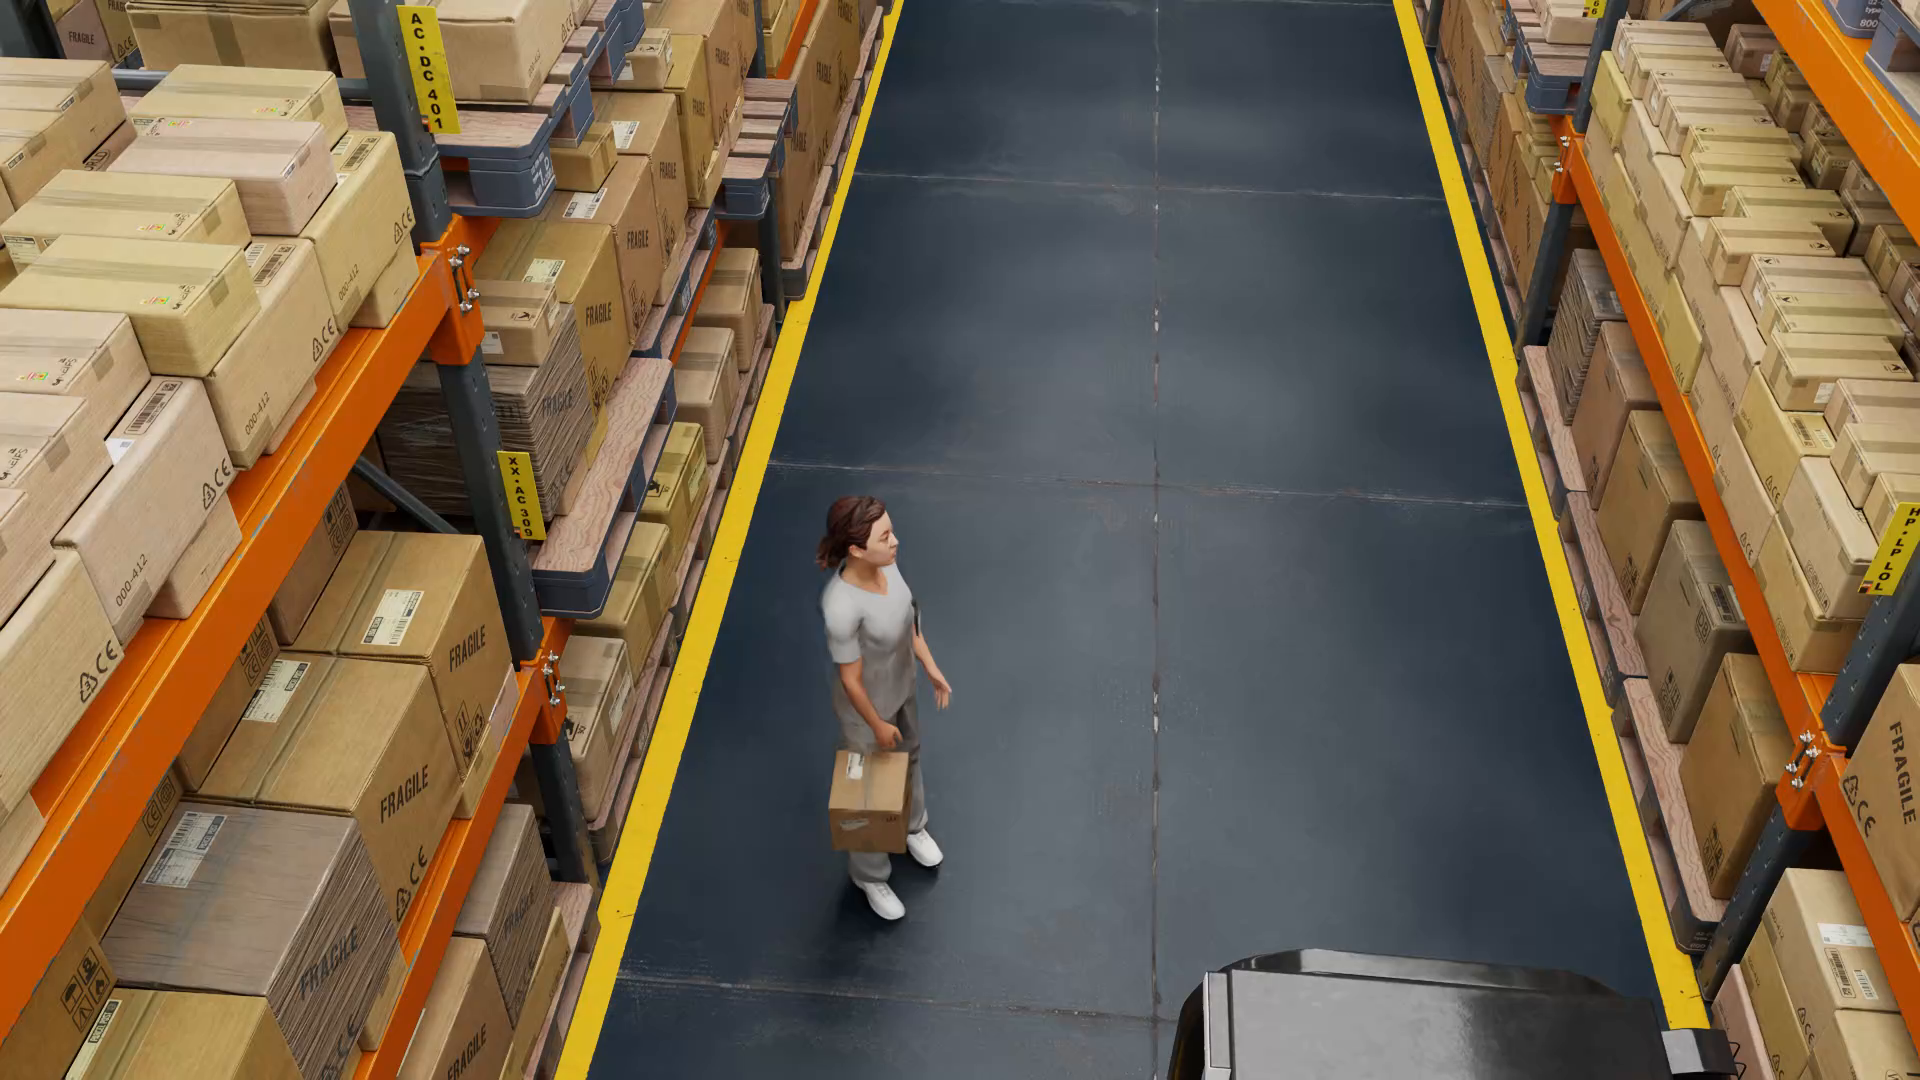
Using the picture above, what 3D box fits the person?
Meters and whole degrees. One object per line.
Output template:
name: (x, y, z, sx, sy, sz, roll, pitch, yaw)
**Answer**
person: (-0.283, 0.569, 5.749, 0.443, 1.684, 0.527, 14, 42, 16)
